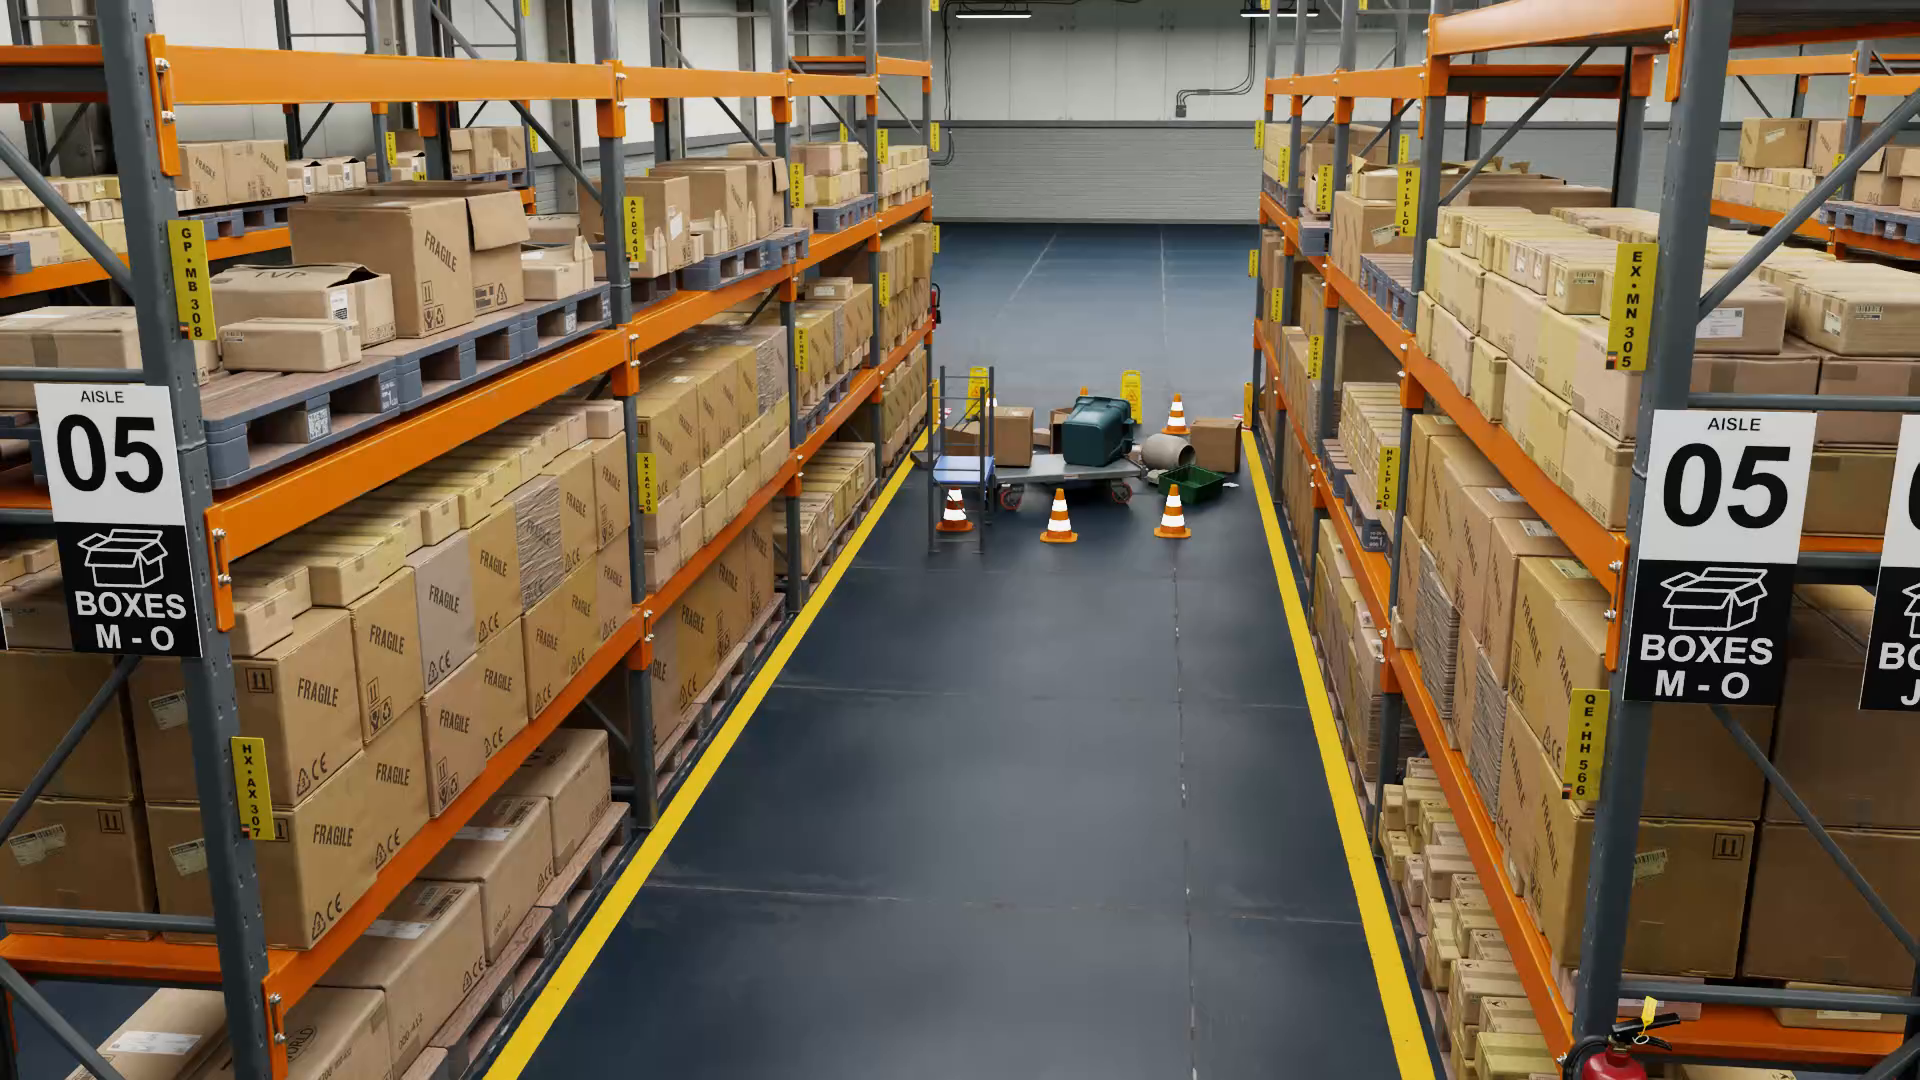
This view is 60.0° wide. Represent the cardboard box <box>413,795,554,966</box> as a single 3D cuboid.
[{"bbox_3d":[-2.482,1.568,7.808,0.875,0.438,0.875,1,15,5],"label":"cardboard box"}]

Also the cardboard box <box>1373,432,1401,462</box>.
[{"bbox_3d":[2.725,-0.555,10.092,0.380,0.149,0.250,1,15,4],"label":"cardboard box"}]

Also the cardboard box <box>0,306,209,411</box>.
[{"bbox_3d":[-2.694,-0.566,5.142,0.500,0.250,0.500,0,15,1],"label":"cardboard box"}]

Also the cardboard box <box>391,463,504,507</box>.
[{"bbox_3d":[-2.143,-0.219,6.962,0.380,0.149,0.250,2,15,6],"label":"cardboard box"}]

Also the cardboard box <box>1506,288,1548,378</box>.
[{"bbox_3d":[2.190,-0.710,5.712,0.500,0.250,0.500,2,15,7],"label":"cardboard box"}]

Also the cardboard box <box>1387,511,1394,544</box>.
[{"bbox_3d":[2.632,-0.060,9.403,0.380,0.149,0.250,2,15,6],"label":"cardboard box"}]

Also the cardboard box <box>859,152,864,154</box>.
[{"bbox_3d":[-0.869,-3.986,17.452,0.380,0.149,0.250,1,15,4],"label":"cardboard box"}]

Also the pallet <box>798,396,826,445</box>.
[{"bbox_3d":[-1.779,-0.991,13.534,1.213,0.211,1.003,2,15,6],"label":"pallet"}]

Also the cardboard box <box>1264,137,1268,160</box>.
[{"bbox_3d":[3.770,-4.503,19.131,0.500,0.250,0.500,2,15,6],"label":"cardboard box"}]

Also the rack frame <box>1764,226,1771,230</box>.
[{"bbox_3d":[8.996,-2.678,19.408,1.000,3.000,0.127,2,15,6],"label":"rack frame"}]

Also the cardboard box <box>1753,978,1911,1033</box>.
[{"bbox_3d":[2.636,1.346,5.006,0.380,0.149,0.250,2,15,6],"label":"cardboard box"}]

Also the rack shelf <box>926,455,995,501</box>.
[{"bbox_3d":[0.017,-0.578,15.176,0.538,0.185,1.000,1,16,5],"label":"rack shelf"}]

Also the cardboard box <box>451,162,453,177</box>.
[{"bbox_3d":[-5.765,-4.088,18.136,0.396,0.266,0.258,1,15,5],"label":"cardboard box"}]

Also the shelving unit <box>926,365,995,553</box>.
[{"bbox_3d":[0.017,-0.751,15.127,0.538,1.500,1.048,1,16,5],"label":"shelving unit"}]

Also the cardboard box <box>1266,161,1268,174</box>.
[{"bbox_3d":[3.665,-4.218,18.840,0.380,0.149,0.250,2,15,6],"label":"cardboard box"}]

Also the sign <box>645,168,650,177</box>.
[{"bbox_3d":[-2.292,-2.609,12.416,0.100,0.325,0.005,2,15,6],"label":"sign"}]

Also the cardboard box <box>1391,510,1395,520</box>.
[{"bbox_3d":[2.634,-0.205,9.368,0.380,0.149,0.250,2,15,9],"label":"cardboard box"}]

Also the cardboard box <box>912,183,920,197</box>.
[{"bbox_3d":[-0.672,-4.063,19.262,0.380,0.149,0.250,2,15,8],"label":"cardboard box"}]

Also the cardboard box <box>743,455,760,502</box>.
[{"bbox_3d":[-1.667,-0.421,11.347,0.500,0.250,0.500,2,15,6],"label":"cardboard box"}]

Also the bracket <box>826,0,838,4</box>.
[{"bbox_3d":[-3.357,-14.589,45.069,0.076,0.066,4.783,2,15,6],"label":"bracket"}]

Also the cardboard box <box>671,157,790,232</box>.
[{"bbox_3d":[-1.646,-2.493,11.976,0.797,0.503,0.637,1,15,3],"label":"cardboard box"}]

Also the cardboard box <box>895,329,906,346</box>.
[{"bbox_3d":[-0.794,-2.215,18.176,0.380,0.149,0.250,2,15,7],"label":"cardboard box"}]

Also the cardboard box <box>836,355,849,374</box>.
[{"bbox_3d":[-1.215,-1.608,15.128,0.380,0.149,0.250,2,15,6],"label":"cardboard box"}]

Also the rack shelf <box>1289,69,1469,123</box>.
[{"bbox_3d":[3.402,-3.650,13.653,1.077,0.370,4.000,2,15,6],"label":"rack shelf"}]

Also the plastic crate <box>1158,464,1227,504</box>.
[{"bbox_3d":[2.346,-0.567,16.877,0.450,0.188,0.662,22,25,31],"label":"plastic crate"}]

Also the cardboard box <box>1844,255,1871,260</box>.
[{"bbox_3d":[8.322,-2.440,15.850,0.500,0.500,0.500,2,15,6],"label":"cardboard box"}]

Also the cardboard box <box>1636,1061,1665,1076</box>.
[{"bbox_3d":[2.684,1.856,6.156,0.380,0.149,0.250,1,15,4],"label":"cardboard box"}]

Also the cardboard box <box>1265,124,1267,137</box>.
[{"bbox_3d":[3.726,-4.736,19.229,0.380,0.149,0.250,2,15,7],"label":"cardboard box"}]

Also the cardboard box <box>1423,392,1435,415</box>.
[{"bbox_3d":[3.496,-0.932,12.760,0.500,0.500,0.500,2,15,7],"label":"cardboard box"}]

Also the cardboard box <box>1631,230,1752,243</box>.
[{"bbox_3d":[2.841,-1.122,6.472,0.380,0.149,0.250,2,15,6],"label":"cardboard box"}]

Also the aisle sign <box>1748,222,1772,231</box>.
[{"bbox_3d":[9.301,-3.940,19.095,0.394,0.787,0.004,2,15,6],"label":"aisle sign"}]

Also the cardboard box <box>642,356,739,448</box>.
[{"bbox_3d":[-1.728,-0.891,10.693,0.500,0.500,0.500,1,15,5],"label":"cardboard box"}]

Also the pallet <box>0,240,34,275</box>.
[{"bbox_3d":[-6.880,-1.796,10.760,1.213,0.211,1.003,2,15,6],"label":"pallet"}]

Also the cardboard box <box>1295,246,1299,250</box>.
[{"bbox_3d":[3.848,-2.783,17.441,0.875,0.550,0.550,2,15,6],"label":"cardboard box"}]

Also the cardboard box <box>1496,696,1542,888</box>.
[{"bbox_3d":[2.132,0.850,5.599,0.500,0.500,0.500,1,15,5],"label":"cardboard box"}]

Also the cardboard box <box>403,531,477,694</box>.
[{"bbox_3d":[-2.217,0.265,6.417,0.500,0.500,0.500,2,15,6],"label":"cardboard box"}]

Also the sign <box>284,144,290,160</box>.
[{"bbox_3d":[-6.786,-3.830,16.777,0.100,0.325,0.005,2,15,6],"label":"sign"}]

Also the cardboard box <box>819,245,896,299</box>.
[{"bbox_3d":[-1.037,-2.715,16.867,0.700,0.500,0.500,2,15,6],"label":"cardboard box"}]

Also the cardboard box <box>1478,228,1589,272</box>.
[{"bbox_3d":[2.256,-1.140,6.538,0.380,0.149,0.250,2,15,9],"label":"cardboard box"}]

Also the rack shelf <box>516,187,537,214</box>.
[{"bbox_3d":[-6.008,-3.697,18.808,1.077,0.370,4.000,2,15,6],"label":"rack shelf"}]

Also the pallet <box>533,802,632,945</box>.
[{"bbox_3d":[-2.368,1.683,8.620,1.003,0.211,1.213,2,15,6],"label":"pallet"}]

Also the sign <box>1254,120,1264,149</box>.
[{"bbox_3d":[3.529,-4.776,19.595,0.100,0.325,0.005,2,15,6],"label":"sign"}]

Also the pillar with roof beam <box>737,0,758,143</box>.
[{"bbox_3d":[-0.448,-10.399,36.468,9.100,9.000,0.400,2,15,6],"label":"pillar with roof beam"}]

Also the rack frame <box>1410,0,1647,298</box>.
[{"bbox_3d":[2.725,-2.634,7.752,1.000,3.000,0.127,2,15,6],"label":"rack frame"}]

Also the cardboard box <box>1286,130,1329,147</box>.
[{"bbox_3d":[3.353,-3.880,16.063,0.380,0.149,0.250,2,15,6],"label":"cardboard box"}]

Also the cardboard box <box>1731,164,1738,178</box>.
[{"bbox_3d":[8.704,-4.048,18.251,0.380,0.149,0.250,1,15,5],"label":"cardboard box"}]

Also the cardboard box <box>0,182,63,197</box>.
[{"bbox_3d":[-6.615,-2.454,11.785,0.380,0.149,0.250,1,15,5],"label":"cardboard box"}]

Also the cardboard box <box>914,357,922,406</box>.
[{"bbox_3d":[-0.737,-1.856,19.396,0.500,0.500,0.500,2,15,8],"label":"cardboard box"}]

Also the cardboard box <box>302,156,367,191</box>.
[{"bbox_3d":[-6.074,-3.539,16.019,0.500,0.311,0.500,1,15,4],"label":"cardboard box"}]

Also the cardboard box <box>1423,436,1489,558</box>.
[{"bbox_3d":[2.389,-0.168,7.447,0.500,0.500,0.500,1,15,5],"label":"cardboard box"}]

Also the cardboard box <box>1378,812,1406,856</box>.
[{"bbox_3d":[2.365,1.520,8.538,0.380,0.149,0.250,1,15,4],"label":"cardboard box"}]

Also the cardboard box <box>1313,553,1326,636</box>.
[{"bbox_3d":[2.843,0.404,11.992,0.500,0.500,0.500,1,15,4],"label":"cardboard box"}]

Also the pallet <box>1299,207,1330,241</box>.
[{"bbox_3d":[3.320,-2.591,13.701,1.003,0.211,1.213,2,15,9],"label":"pallet"}]

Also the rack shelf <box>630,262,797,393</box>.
[{"bbox_3d":[-1.979,-1.477,10.598,1.077,0.370,4.000,2,15,6],"label":"rack shelf"}]

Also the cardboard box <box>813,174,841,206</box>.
[{"bbox_3d":[-1.344,-3.092,14.674,0.500,0.250,0.500,2,15,7],"label":"cardboard box"}]

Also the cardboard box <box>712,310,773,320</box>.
[{"bbox_3d":[-1.875,-1.681,14.155,0.500,0.500,0.500,1,15,2],"label":"cardboard box"}]

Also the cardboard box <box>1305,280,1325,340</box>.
[{"bbox_3d":[3.522,-2.082,15.094,0.700,0.500,0.500,1,15,5],"label":"cardboard box"}]
